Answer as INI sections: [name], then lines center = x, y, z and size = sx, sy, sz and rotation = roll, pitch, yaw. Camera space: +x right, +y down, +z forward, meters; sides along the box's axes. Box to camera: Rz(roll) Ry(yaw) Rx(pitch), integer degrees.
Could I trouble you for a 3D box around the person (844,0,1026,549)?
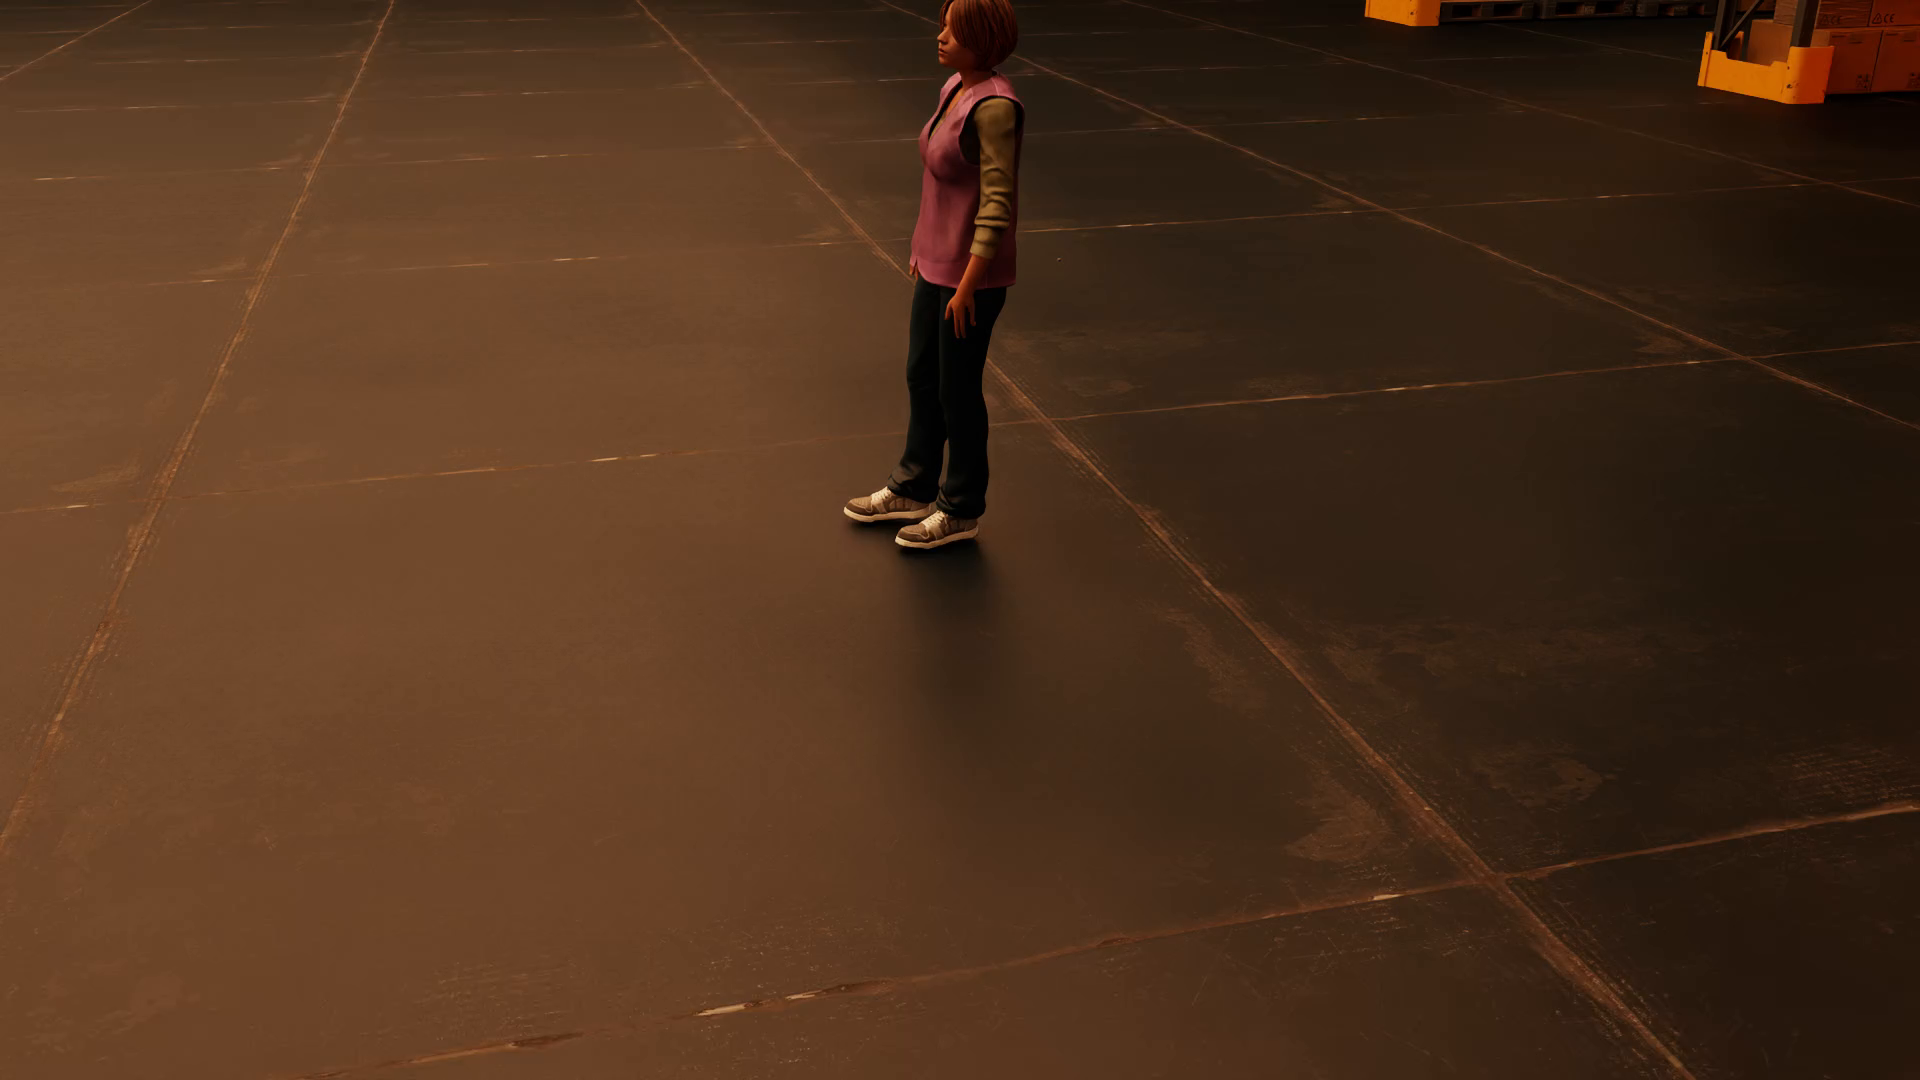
[person]
center = -0.076, -0.739, 4.732
size = 0.473, 1.599, 0.521
rotation = -6, 24, -14
